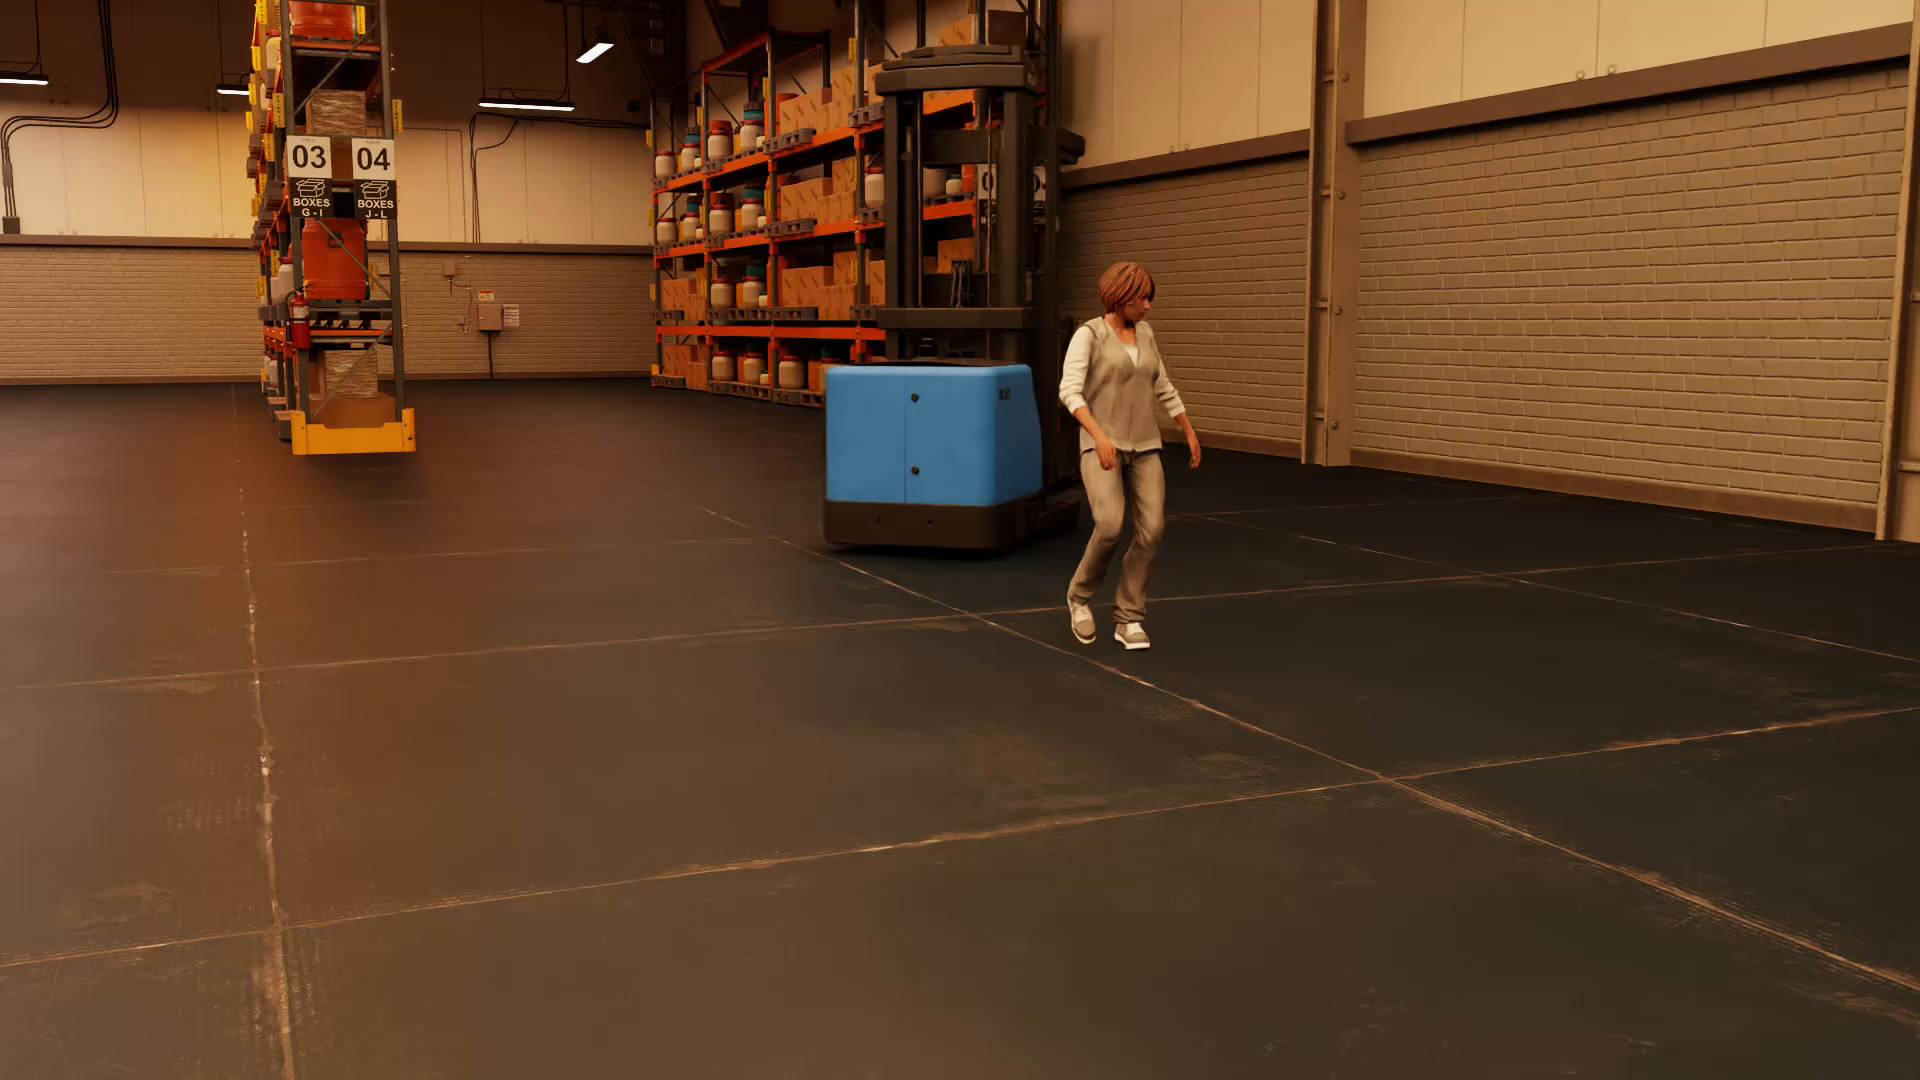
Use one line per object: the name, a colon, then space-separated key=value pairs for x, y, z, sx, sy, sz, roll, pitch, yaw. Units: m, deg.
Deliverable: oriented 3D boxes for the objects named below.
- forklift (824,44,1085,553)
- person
forklift: x=0.156 y=-1.536 z=10.594 sx=1.130 sy=2.935 sz=3.031 roll=2 pitch=8 yaw=18
person: x=0.710 y=-0.340 z=6.795 sx=0.649 sy=1.559 sz=0.418 roll=-3 pitch=8 yaw=-20
